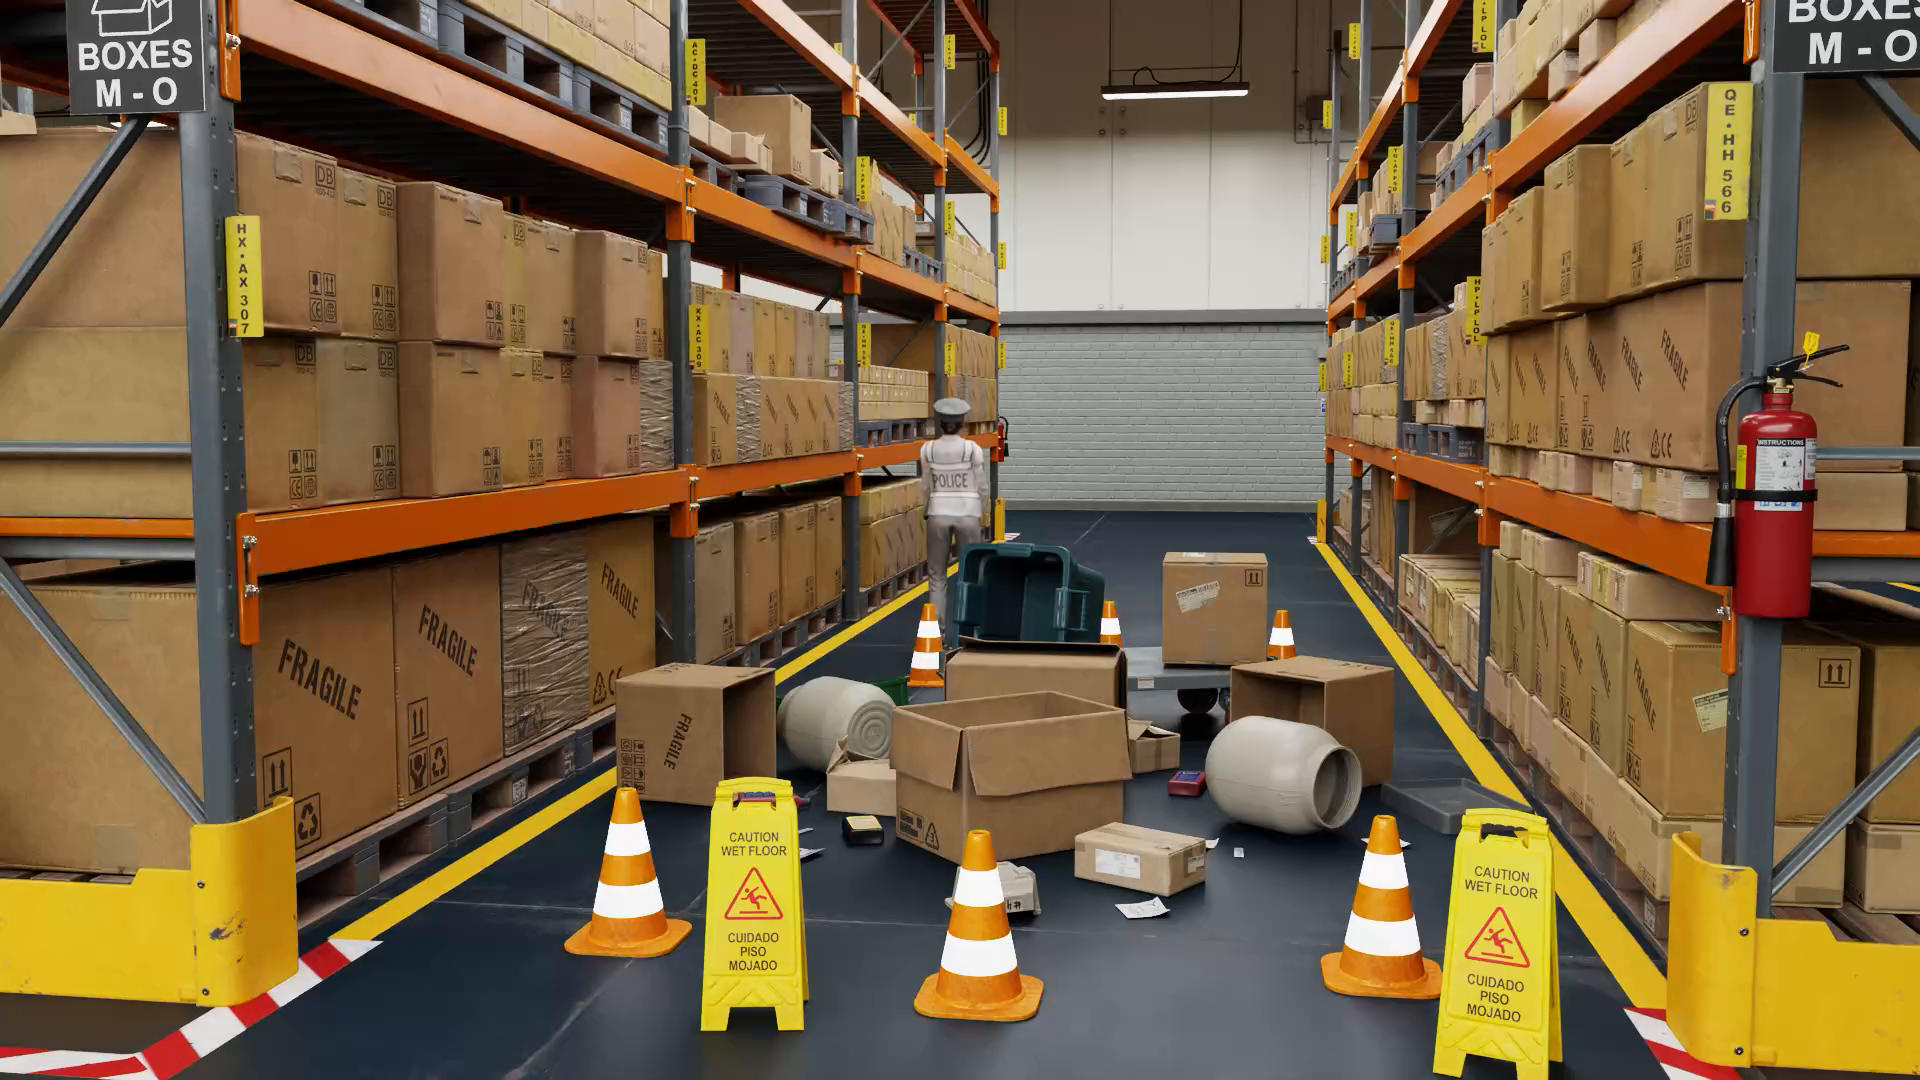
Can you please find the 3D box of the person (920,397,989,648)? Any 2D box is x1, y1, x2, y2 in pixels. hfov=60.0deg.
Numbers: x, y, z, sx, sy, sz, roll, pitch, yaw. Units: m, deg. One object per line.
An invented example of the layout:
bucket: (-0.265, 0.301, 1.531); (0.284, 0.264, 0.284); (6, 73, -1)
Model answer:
person: (-0.032, -0.111, 11.154); (0.453, 1.691, 0.523); (1, 5, 8)
